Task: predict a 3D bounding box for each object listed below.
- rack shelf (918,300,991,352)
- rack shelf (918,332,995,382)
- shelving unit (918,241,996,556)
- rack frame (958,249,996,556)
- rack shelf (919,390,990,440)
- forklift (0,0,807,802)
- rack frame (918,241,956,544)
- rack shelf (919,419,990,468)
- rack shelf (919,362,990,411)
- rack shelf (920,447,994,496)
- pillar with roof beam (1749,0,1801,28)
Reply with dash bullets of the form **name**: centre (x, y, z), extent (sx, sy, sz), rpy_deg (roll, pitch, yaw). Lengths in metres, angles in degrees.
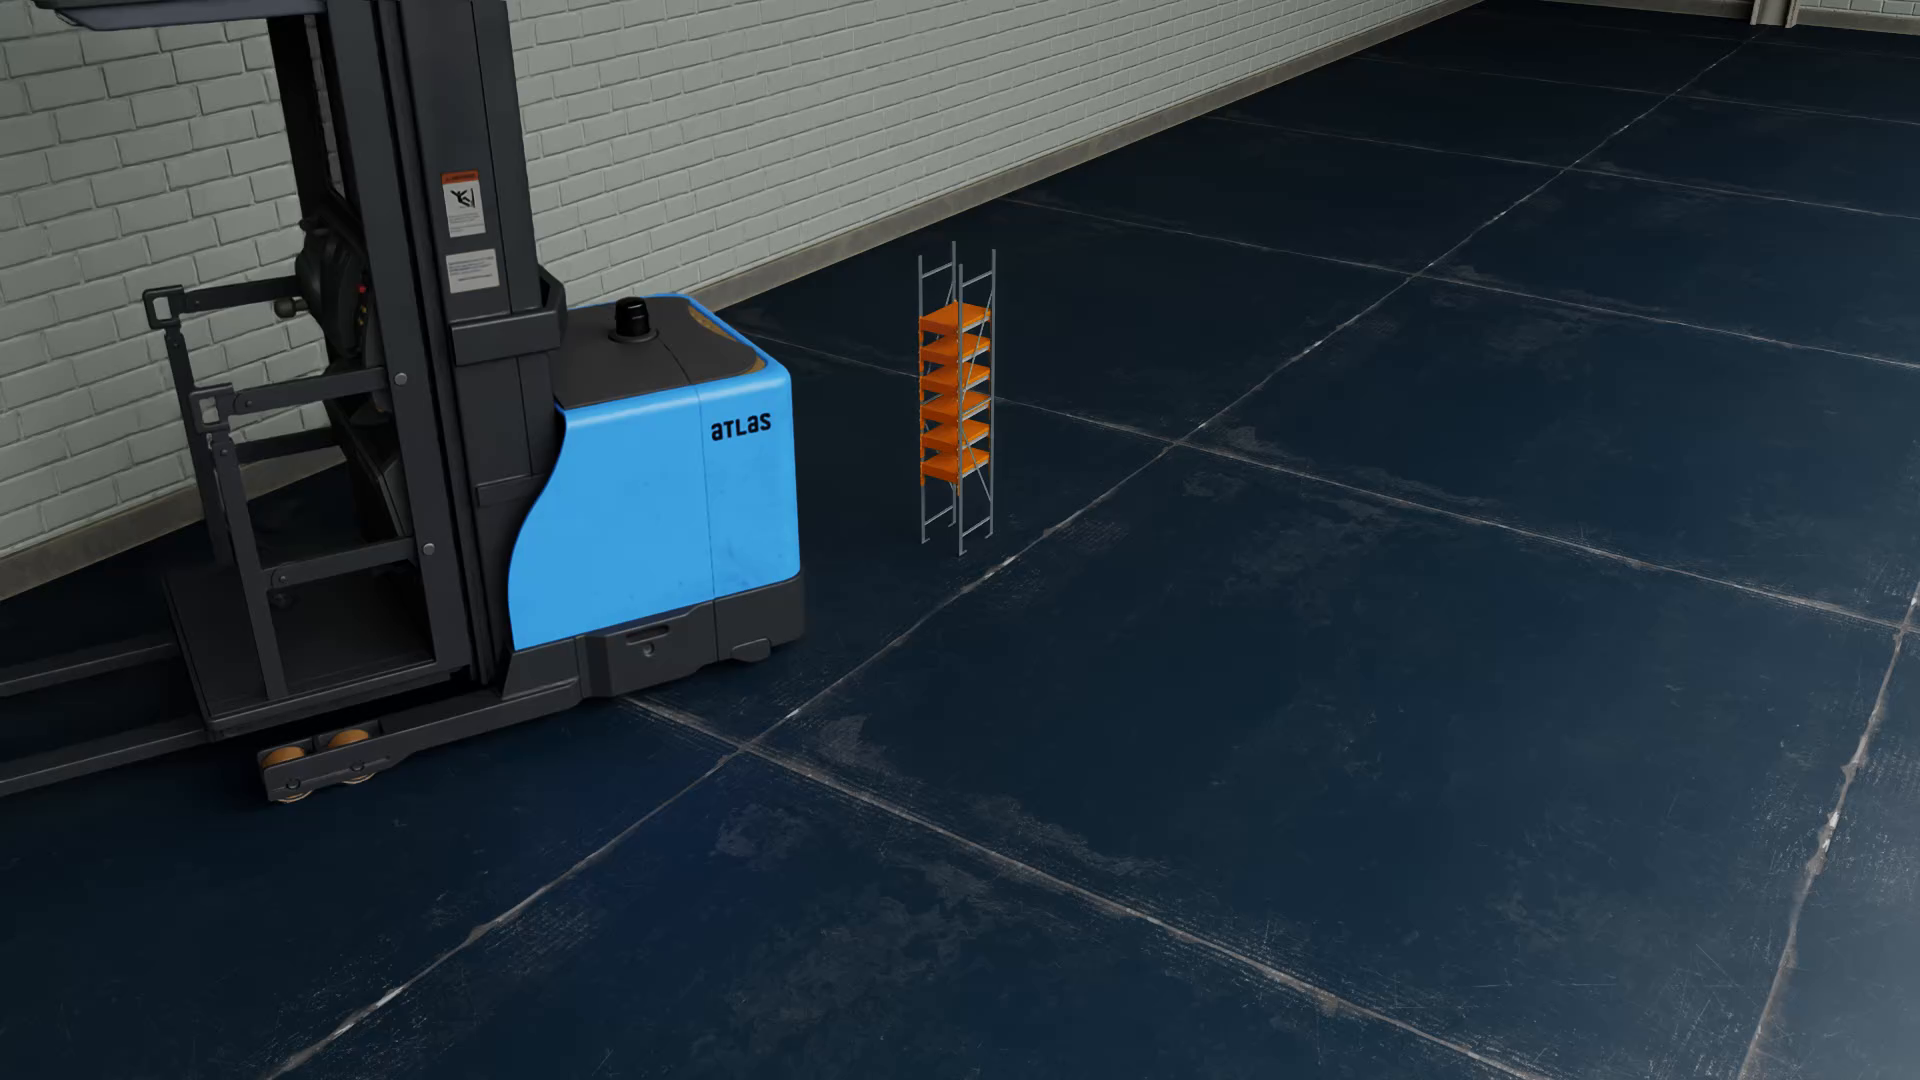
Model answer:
- **rack shelf**: centre (-0.012, -0.820, 6.342), extent (0.180, 0.103, 0.258), rpy_deg (17, 32, 30)
- **rack shelf**: centre (-0.012, -0.713, 6.396), extent (0.180, 0.103, 0.258), rpy_deg (17, 32, 30)
- **shelving unit**: centre (-0.012, -0.538, 6.485), extent (0.189, 1.200, 0.258), rpy_deg (17, 32, 30)
- **rack frame**: centre (0.063, -0.515, 6.439), extent (0.006, 1.200, 0.240), rpy_deg (17, 32, 30)
- **rack shelf**: centre (-0.012, -0.499, 6.505), extent (0.180, 0.103, 0.258), rpy_deg (17, 32, 30)
- **forklift**: centre (-2.083, -0.768, 5.028), extent (3.031, 2.935, 1.130), rpy_deg (-15, 30, -26)
- **rack frame**: centre (-0.087, -0.562, 6.531), extent (0.006, 1.200, 0.240), rpy_deg (17, 32, 30)
- **rack shelf**: centre (-0.012, -0.392, 6.560), extent (0.180, 0.103, 0.258), rpy_deg (17, 32, 30)
- **rack shelf**: centre (-0.012, -0.606, 6.451), extent (0.180, 0.103, 0.258), rpy_deg (17, 32, 30)
- **rack shelf**: centre (-0.012, -0.285, 6.614), extent (0.180, 0.103, 0.258), rpy_deg (17, 32, 30)
- **pillar with roof beam**: centre (6.023, -7.774, 12.104), extent (0.400, 9.000, 9.100), rpy_deg (17, 32, 30)
